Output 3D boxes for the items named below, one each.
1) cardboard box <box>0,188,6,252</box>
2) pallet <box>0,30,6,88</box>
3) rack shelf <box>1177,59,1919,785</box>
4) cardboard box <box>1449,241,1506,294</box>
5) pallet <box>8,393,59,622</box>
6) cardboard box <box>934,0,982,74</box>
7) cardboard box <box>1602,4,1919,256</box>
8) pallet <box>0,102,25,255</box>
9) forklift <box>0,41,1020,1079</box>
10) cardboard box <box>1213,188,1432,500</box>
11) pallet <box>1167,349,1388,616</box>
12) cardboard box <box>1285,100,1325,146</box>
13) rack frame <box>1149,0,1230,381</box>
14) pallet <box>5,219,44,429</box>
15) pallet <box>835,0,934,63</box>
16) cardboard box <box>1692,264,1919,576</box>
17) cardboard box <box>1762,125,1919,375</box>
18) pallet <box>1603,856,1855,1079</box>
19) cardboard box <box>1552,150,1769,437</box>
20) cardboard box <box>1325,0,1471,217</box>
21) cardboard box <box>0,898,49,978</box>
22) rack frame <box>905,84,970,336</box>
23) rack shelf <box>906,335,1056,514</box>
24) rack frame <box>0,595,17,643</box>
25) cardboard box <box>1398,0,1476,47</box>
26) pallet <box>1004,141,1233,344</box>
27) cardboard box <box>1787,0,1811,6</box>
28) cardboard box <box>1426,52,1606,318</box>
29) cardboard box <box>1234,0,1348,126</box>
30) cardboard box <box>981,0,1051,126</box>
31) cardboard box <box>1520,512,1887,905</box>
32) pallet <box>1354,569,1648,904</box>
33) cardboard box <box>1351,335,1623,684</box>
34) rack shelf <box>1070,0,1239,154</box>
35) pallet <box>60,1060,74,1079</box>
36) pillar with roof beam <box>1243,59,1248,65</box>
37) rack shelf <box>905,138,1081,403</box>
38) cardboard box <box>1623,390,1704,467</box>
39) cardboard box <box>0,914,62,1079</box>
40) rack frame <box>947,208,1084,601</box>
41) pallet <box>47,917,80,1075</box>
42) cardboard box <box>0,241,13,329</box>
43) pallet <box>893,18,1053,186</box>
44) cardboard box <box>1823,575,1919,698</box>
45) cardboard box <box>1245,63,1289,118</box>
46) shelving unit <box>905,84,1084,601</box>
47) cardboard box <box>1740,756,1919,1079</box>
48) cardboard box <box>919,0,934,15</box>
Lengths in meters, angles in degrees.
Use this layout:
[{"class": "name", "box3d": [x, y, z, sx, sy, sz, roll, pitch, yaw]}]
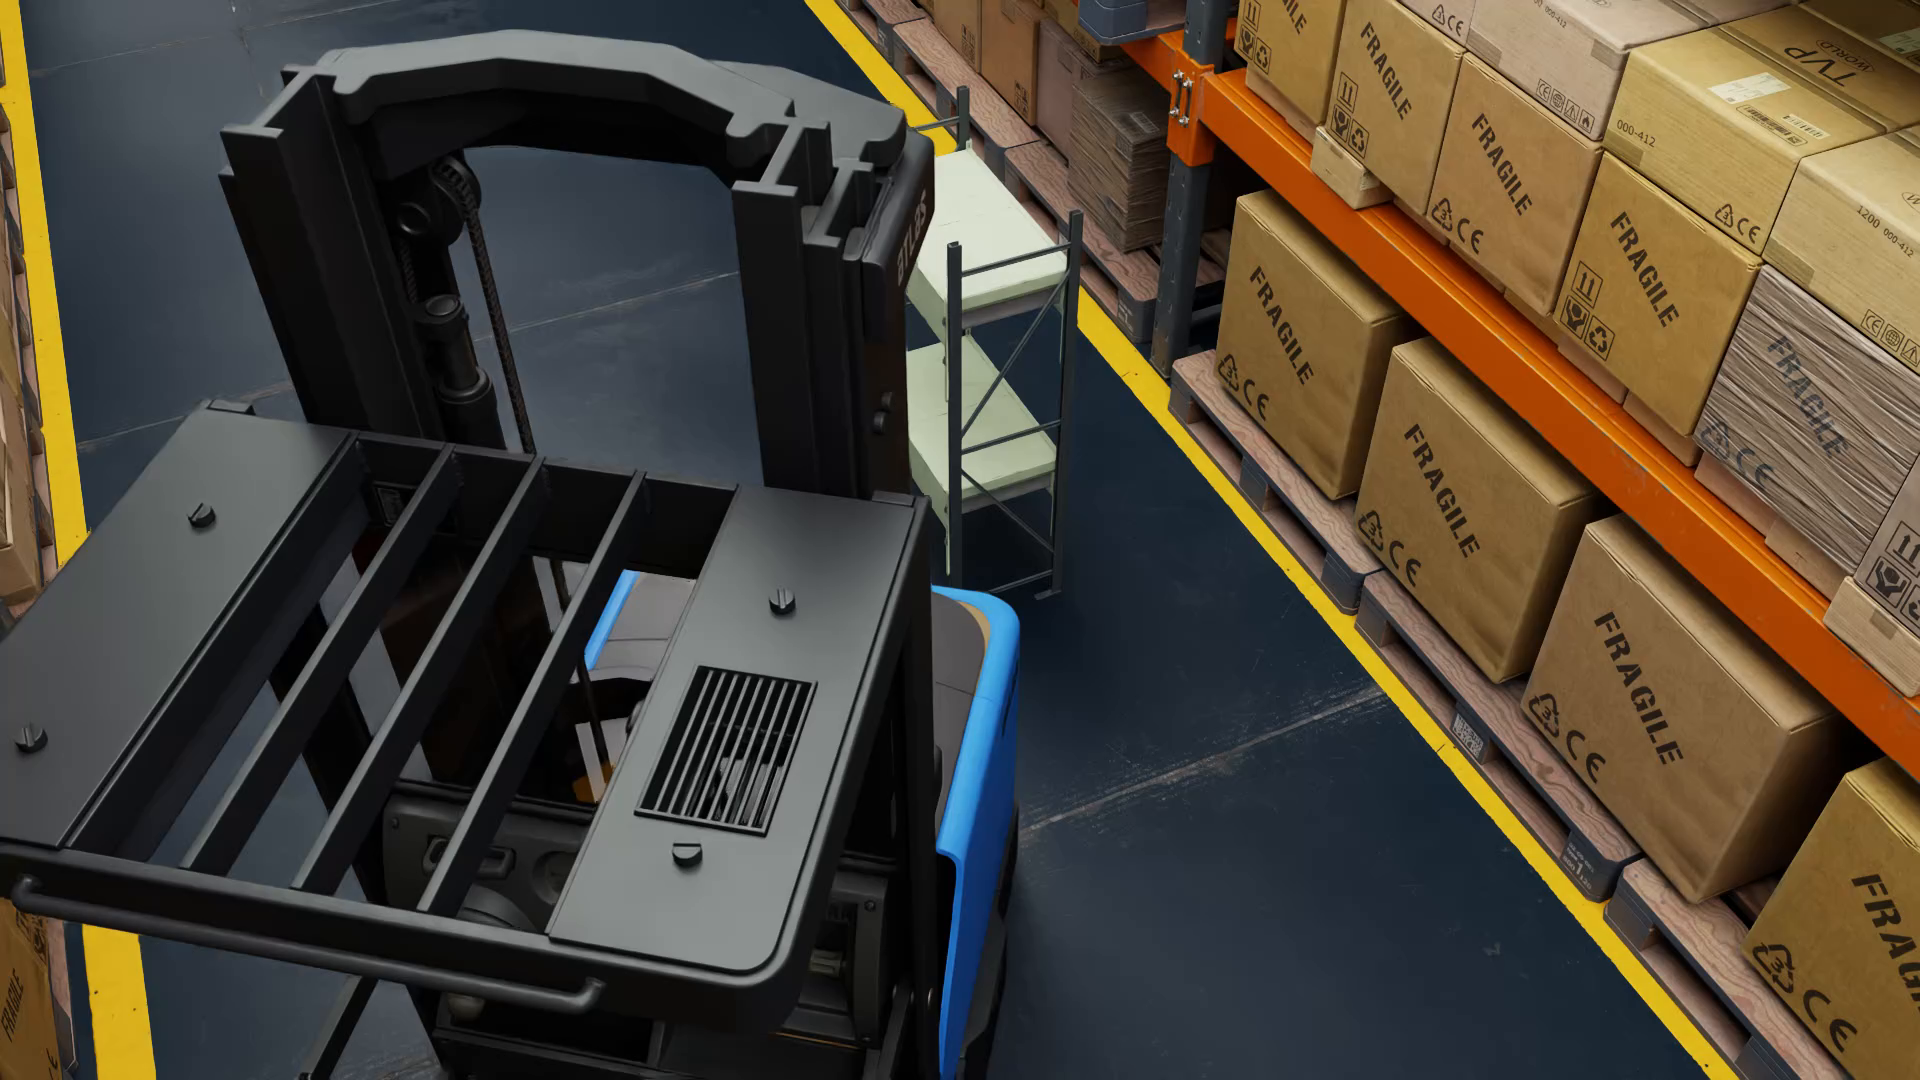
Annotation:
[{"class": "cardboard box", "box3d": [-4.097, -1.290, 6.580, 0.500, 0.250, 0.500, -17, 47, -17]}, {"class": "pallet", "box3d": [-5.258, -2.473, 8.106, 1.003, 0.211, 1.213, -18, 47, -17]}, {"class": "rack shelf", "box3d": [2.054, -0.332, 4.463, 1.077, 0.370, 4.000, -18, 47, -17]}, {"class": "cardboard box", "box3d": [1.609, -0.858, 4.648, 0.380, 0.149, 0.250, -17, 47, -17]}, {"class": "pallet", "box3d": [-3.590, 0.059, 5.540, 1.003, 0.211, 1.213, -18, 47, -17]}, {"class": "cardboard box", "box3d": [0.297, -2.563, 7.678, 0.700, 0.500, 0.500, -18, 47, -17]}, {"class": "cardboard box", "box3d": [1.831, -0.929, 3.725, 0.500, 0.250, 0.500, -19, 48, -18]}, {"class": "pallet", "box3d": [-4.616, -1.496, 7.116, 1.003, 0.211, 1.213, -18, 47, -17]}, {"class": "forklift", "box3d": [-0.632, 0.831, 2.866, 1.129, 2.867, 3.031, 8, 45, 8]}, {"class": "cardboard box", "box3d": [1.404, -0.740, 5.595, 0.750, 0.750, 0.750, -19, 48, -18]}, {"class": "pallet", "box3d": [1.477, -0.345, 5.950, 1.003, 0.211, 1.213, -18, 47, -17]}, {"class": "cardboard box", "box3d": [1.240, -1.339, 5.136, 0.380, 0.149, 0.250, -17, 47, -17]}, {"class": "rack frame", "box3d": [1.213, -1.863, 5.502, 1.000, 3.000, 0.127, -18, 47, -17]}, {"class": "pallet", "box3d": [-4.099, -0.717, 6.327, 1.003, 0.211, 1.213, -18, 47, -17]}, {"class": "pallet", "box3d": [-0.140, -2.923, 8.562, 1.003, 0.211, 1.213, -18, 47, -17]}, {"class": "cardboard box", "box3d": [2.046, -0.327, 3.648, 0.500, 0.500, 0.500, -18, 47, -17]}, {"class": "cardboard box", "box3d": [2.046, -0.605, 3.396, 0.500, 0.250, 0.500, -17, 47, -17]}, {"class": "pallet", "box3d": [2.502, 1.210, 4.374, 1.003, 0.211, 1.213, -18, 47, -17]}, {"class": "cardboard box", "box3d": [1.831, -0.644, 3.969, 0.500, 0.500, 0.500, -17, 47, -16]}, {"class": "cardboard box", "box3d": [1.397, -1.290, 4.624, 0.500, 0.500, 0.500, -17, 47, -16]}, {"class": "cardboard box", "box3d": [-2.673, 0.863, 4.207, 0.500, 0.500, 0.500, -16, 47, -16]}, {"class": "rack frame", "box3d": [-0.157, -0.771, 5.464, 0.400, 1.500, 0.023, -18, 47, -17]}, {"class": "rack shelf", "box3d": [-0.003, -0.376, 5.388, 0.368, 0.124, 0.686, -18, 47, -17]}, {"class": "rack frame", "box3d": [-3.280, -0.397, 4.017, 1.000, 3.000, 0.127, -18, 47, -17]}, {"class": "cardboard box", "box3d": [1.397, -1.570, 4.375, 0.500, 0.250, 0.500, -19, 48, -18]}, {"class": "pallet", "box3d": [0.886, -1.368, 6.987, 1.003, 0.211, 1.213, -18, 47, -17]}, {"class": "cardboard box", "box3d": [2.067, -1.407, 4.209, 0.500, 0.250, 0.500, -19, 48, -18]}, {"class": "cardboard box", "box3d": [1.605, -0.973, 4.303, 0.500, 0.500, 0.500, -18, 47, -18]}, {"class": "cardboard box", "box3d": [1.185, -1.626, 4.965, 0.500, 0.500, 0.500, -17, 47, -16]}, {"class": "cardboard box", "box3d": [0.518, -2.244, 7.355, 0.700, 0.500, 0.500, -18, 47, -18]}, {"class": "cardboard box", "box3d": [2.128, 0.361, 4.480, 0.750, 0.750, 0.750, -17, 47, -16]}, {"class": "pallet", "box3d": [1.986, 0.431, 5.163, 1.003, 0.211, 1.213, -18, 47, -17]}, {"class": "cardboard box", "box3d": [1.766, -0.179, 5.028, 0.750, 0.750, 0.750, -18, 47, -18]}, {"class": "rack shelf", "box3d": [0.372, -2.881, 7.046, 1.077, 0.370, 4.000, -18, 47, -17]}, {"class": "pallet", "box3d": [-2.491, 1.859, 3.716, 1.003, 0.211, 1.213, -18, 47, -17]}, {"class": "pillar with roof beam", "box3d": [-2.454, -3.811, 3.205, 9.100, 9.000, 0.400, -18, 47, -17]}, {"class": "rack shelf", "box3d": [-0.003, -0.816, 4.953, 0.431, 0.370, 0.720, -18, 47, -17]}, {"class": "cardboard box", "box3d": [1.901, -0.358, 4.142, 0.380, 0.149, 0.250, -17, 47, -16]}, {"class": "cardboard box", "box3d": [-2.456, 1.192, 3.872, 0.500, 0.500, 0.500, -20, 48, -19]}, {"class": "rack frame", "box3d": [0.151, -0.305, 4.991, 0.400, 1.500, 0.023, -18, 47, -17]}, {"class": "pallet", "box3d": [-3.000, 1.082, 4.503, 1.003, 0.211, 1.213, -18, 47, -17]}, {"class": "cardboard box", "box3d": [-3.885, -0.965, 6.251, 0.500, 0.250, 0.500, -17, 47, -17]}, {"class": "pallet", "box3d": [0.377, -2.145, 7.773, 1.003, 0.211, 1.213, -18, 47, -17]}, {"class": "cardboard box", "box3d": [2.136, 0.154, 3.623, 0.380, 0.149, 0.250, -18, 47, -17]}, {"class": "cardboard box", "box3d": [1.142, -1.502, 5.301, 0.380, 0.149, 0.250, -19, 48, -18]}, {"class": "shelving unit", "box3d": [-0.003, -0.538, 5.228, 0.431, 1.500, 0.755, -18, 47, -17]}, {"class": "cardboard box", "box3d": [2.504, 0.926, 3.907, 0.750, 0.750, 0.750, -18, 47, -17]}, {"class": "cardboard box", "box3d": [0.119, -2.900, 8.020, 0.700, 0.500, 0.500, -19, 48, -18]}]
